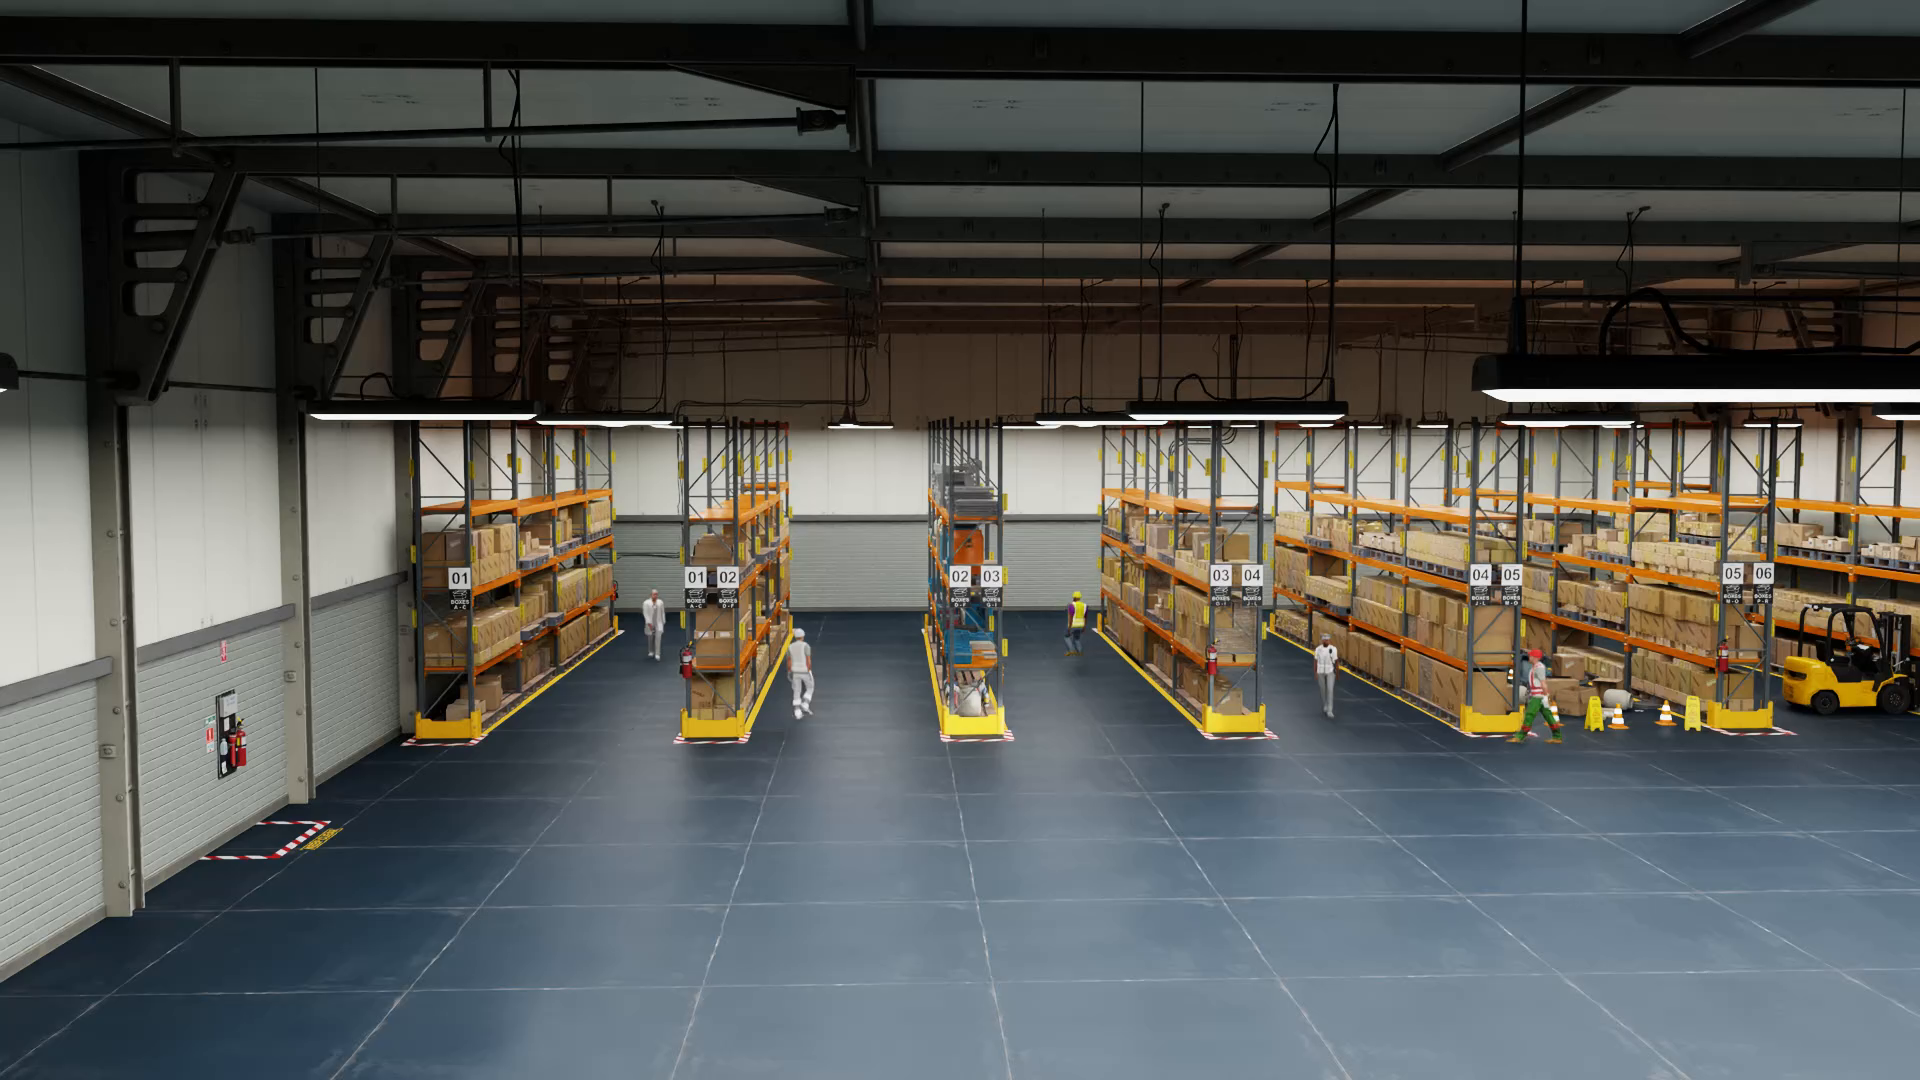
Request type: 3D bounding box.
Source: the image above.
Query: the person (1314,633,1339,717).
[{"bbox_3d":[7.374,2.691,33.524,0.492,1.639,0.882,2,4,26],"label":"person"}]

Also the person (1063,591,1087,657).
[{"bbox_3d":[2.841,2.052,40.512,0.578,1.621,0.658,-1,4,-19],"label":"person"}]

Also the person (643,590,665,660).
[{"bbox_3d":[-7.679,2.115,41.825,0.588,1.722,1.070,-1,4,-17],"label":"person"}]

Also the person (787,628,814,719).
[{"bbox_3d":[-3.191,2.652,33.199,0.572,1.772,0.496,1,4,12],"label":"person"}]

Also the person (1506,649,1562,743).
[{"bbox_3d":[10.506,2.845,30.381,0.985,1.724,0.601,1,4,17],"label":"person"}]
